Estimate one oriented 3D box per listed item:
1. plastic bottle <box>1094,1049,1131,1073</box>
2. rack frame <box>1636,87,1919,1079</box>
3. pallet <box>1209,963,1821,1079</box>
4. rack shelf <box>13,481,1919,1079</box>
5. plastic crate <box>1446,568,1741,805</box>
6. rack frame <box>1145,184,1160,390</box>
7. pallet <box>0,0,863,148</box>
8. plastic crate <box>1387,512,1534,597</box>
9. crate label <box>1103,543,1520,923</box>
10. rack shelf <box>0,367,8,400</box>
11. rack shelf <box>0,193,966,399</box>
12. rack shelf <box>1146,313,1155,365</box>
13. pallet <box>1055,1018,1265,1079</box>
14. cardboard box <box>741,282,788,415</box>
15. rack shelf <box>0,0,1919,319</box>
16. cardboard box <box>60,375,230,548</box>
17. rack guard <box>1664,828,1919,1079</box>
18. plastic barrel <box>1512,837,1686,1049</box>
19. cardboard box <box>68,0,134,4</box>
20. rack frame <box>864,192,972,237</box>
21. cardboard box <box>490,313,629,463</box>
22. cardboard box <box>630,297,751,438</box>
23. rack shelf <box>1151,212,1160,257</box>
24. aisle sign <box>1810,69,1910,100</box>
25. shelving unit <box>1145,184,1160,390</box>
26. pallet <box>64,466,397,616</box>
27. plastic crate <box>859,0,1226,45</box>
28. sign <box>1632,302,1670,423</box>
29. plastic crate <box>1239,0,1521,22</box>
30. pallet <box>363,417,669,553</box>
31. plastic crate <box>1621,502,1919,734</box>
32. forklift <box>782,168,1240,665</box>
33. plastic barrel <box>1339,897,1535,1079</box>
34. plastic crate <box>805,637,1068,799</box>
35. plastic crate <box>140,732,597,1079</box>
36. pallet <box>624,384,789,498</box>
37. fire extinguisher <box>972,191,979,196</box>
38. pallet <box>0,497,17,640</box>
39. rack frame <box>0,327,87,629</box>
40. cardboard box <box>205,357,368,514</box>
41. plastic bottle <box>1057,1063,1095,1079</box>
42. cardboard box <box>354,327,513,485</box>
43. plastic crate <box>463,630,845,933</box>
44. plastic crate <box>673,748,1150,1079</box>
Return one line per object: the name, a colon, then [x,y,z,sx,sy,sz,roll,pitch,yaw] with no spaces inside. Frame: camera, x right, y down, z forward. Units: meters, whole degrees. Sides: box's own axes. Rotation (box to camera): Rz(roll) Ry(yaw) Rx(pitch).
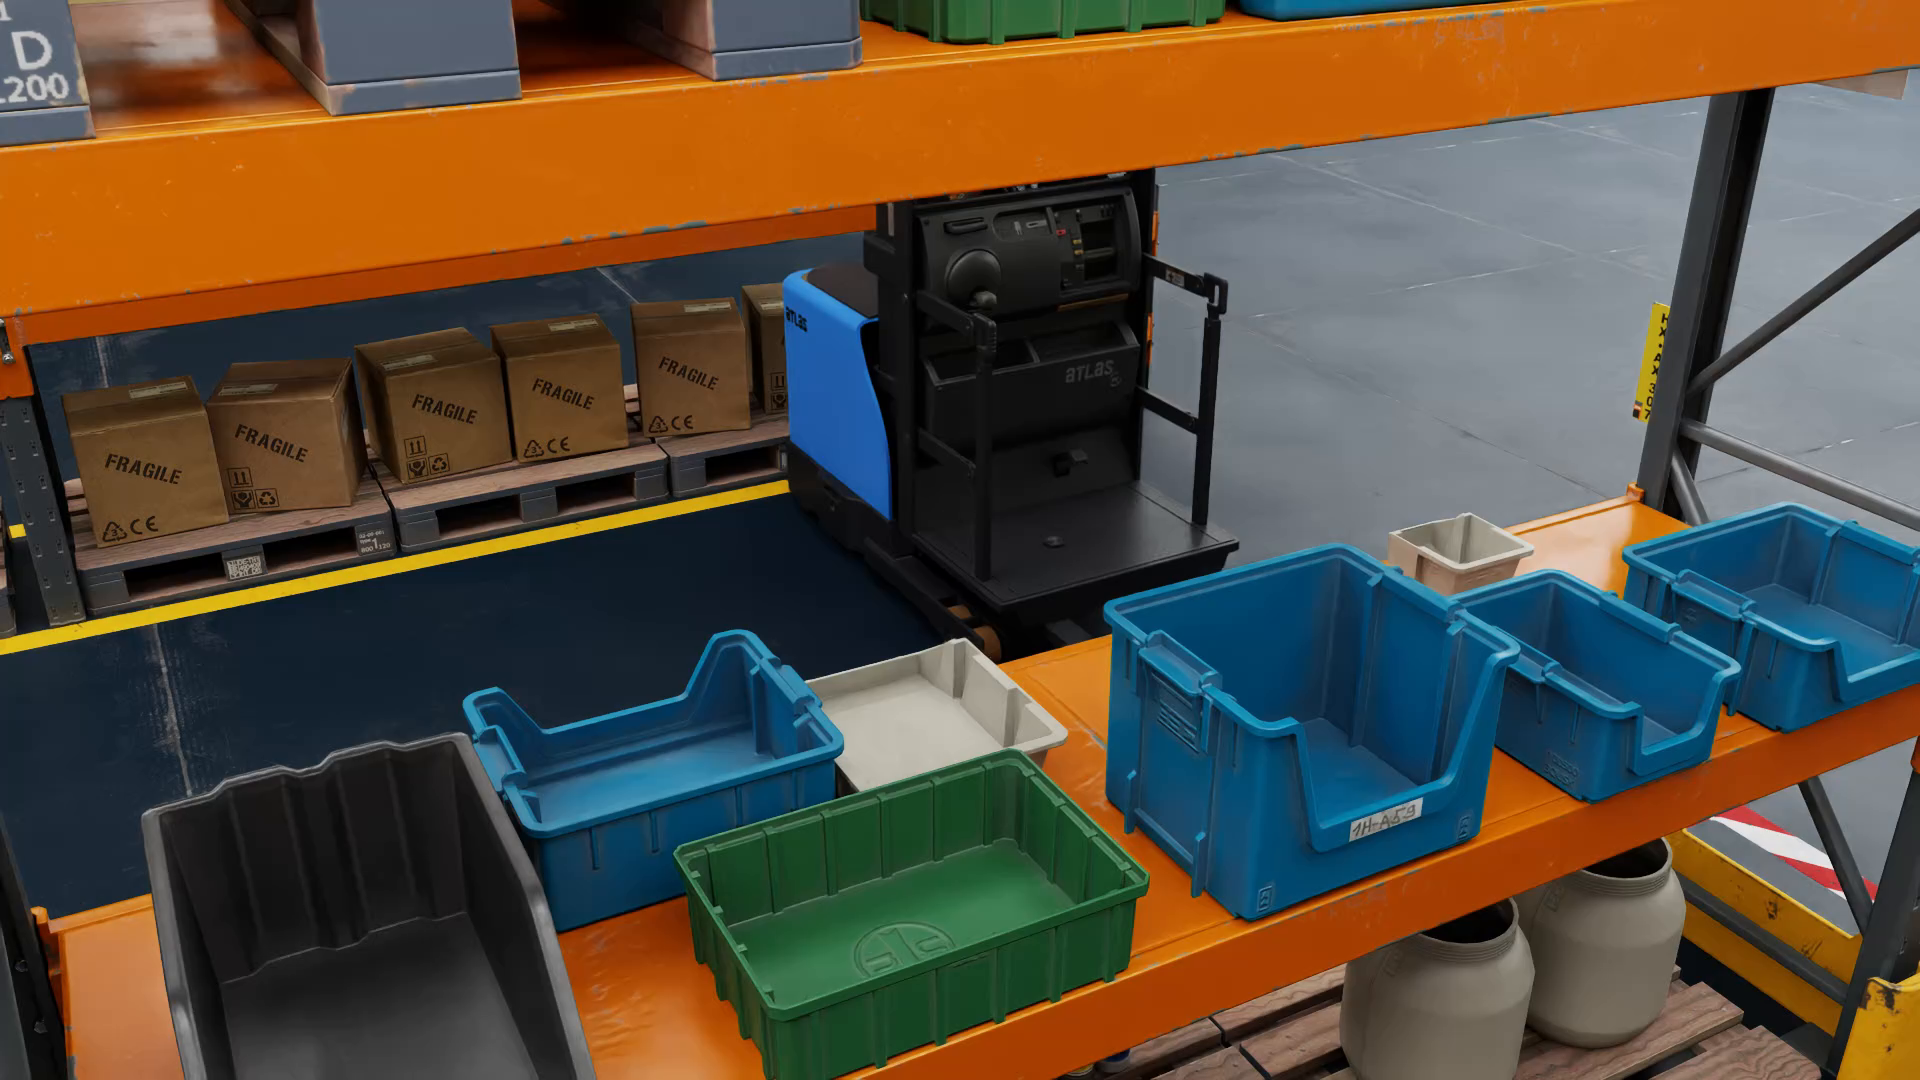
plastic bottle: [0.370,1.153,4.027,0.097,0.271,0.097,0,26,0]
rack frame: [2.116,-0.129,4.053,0.127,3.000,1.000,-13,29,-25]
pallet: [1.352,1.325,4.246,1.213,0.211,1.003,-13,29,-25]
rack shelf: [0.351,0.603,3.360,4.000,0.370,1.077,-13,29,-25]
plastic crate: [1.240,0.284,3.364,0.408,0.251,0.499,-13,29,-25]
rack frame: [0.771,-1.319,8.698,0.500,1.125,0.032,10,27,20]
pallet: [-0.823,-0.766,2.131,1.003,0.211,1.213,-13,29,-25]
plastic crate: [1.175,0.049,3.986,0.250,0.136,0.298,-13,29,-25]
crate label: [0.619,0.333,3.049,0.616,0.435,0.502,-13,29,-25]
rack shelf: [-5.509,-0.474,5.603,4.000,0.370,1.077,-13,29,-25]
rack shelf: [-1.979,-1.289,7.300,4.000,0.370,1.077,-13,29,-25]
rack shelf: [0.581,-0.895,8.378,0.538,0.278,1.000,10,27,20]
pallet: [0.277,1.572,3.732,1.213,0.211,1.003,-13,29,-25]
cardboard box: [-0.773,-0.962,8.191,0.500,0.500,0.500,-8,27,-16]
rack shelf: [0.351,-0.749,2.711,4.000,0.370,1.077,-13,29,-25]
cardboard box: [-3.372,-0.334,6.884,0.500,0.500,0.500,-14,29,-27]
rack guard: [2.071,1.031,4.524,0.348,0.500,1.175,-13,29,-25]
plastic barrel: [1.571,0.967,4.160,0.421,0.512,0.421,0,26,0]
cardboard box: [-3.227,-1.830,5.982,0.500,0.500,0.500,-13,29,-25]
rack frame: [-0.215,-2.020,7.993,0.127,3.000,1.000,-13,29,-25]
cardboard box: [-1.846,-0.707,7.660,0.500,0.500,0.500,-10,27,-20]
cardboard box: [-1.285,-0.827,7.910,0.500,0.500,0.500,-6,26,-12]
rack shelf: [0.581,-1.379,8.146,0.538,0.278,1.000,10,27,20]
aisle sign: [2.042,-1.427,3.754,0.004,0.787,0.394,-13,29,-25]
shelving unit: [0.581,-1.115,8.273,0.538,1.125,1.048,10,27,20]
pallet: [-3.168,-0.099,7.212,1.213,0.211,1.003,-13,29,-25]
plastic crate: [0.107,-0.788,2.205,0.450,0.188,0.336,-13,29,-25]
sign: [1.861,-0.465,4.432,0.005,0.325,0.100,-13,29,-25]
plastic crate: [0.575,-0.971,2.359,0.575,0.384,0.392,-13,29,-25]
pallet: [-2.090,-0.349,7.733,1.213,0.211,1.003,-13,29,-25]
plastic crate: [1.815,0.154,3.635,0.616,0.251,0.499,-13,29,-25]
forklift: [0.382,-1.059,6.069,1.130,2.935,3.031,-14,29,-26]
plastic barrel: [1.129,1.069,3.948,0.421,0.512,0.421,0,26,0]
plastic crate: [-0.100,0.377,3.303,0.437,0.136,0.530,-13,29,-25]
plastic crate: [-0.892,0.656,2.490,0.504,0.338,0.767,-13,29,-25]
pallet: [-1.015,-0.596,8.247,1.213,0.211,1.003,-13,29,-25]
fire extinguisher: [0.103,-1.833,7.691,0.183,0.674,0.296,-13,29,-25]
pallet: [-4.430,0.210,6.568,1.213,0.211,1.003,-13,29,-25]
rack frame: [-3.744,-1.206,6.296,0.127,3.000,1.000,-13,29,-25]
cardboard box: [-2.870,-0.454,7.133,0.500,0.500,0.500,-4,26,-9]
plastic bottle: [0.278,1.206,3.998,0.097,0.201,0.097,0,26,0]
cardboard box: [-2.360,-0.610,7.459,0.500,0.500,0.500,-16,30,-30]
plastic crate: [-0.565,0.424,3.074,0.616,0.251,0.499,-13,29,-25]
plastic crate: [-0.083,0.613,2.753,0.662,0.188,0.450,-13,29,-25]
